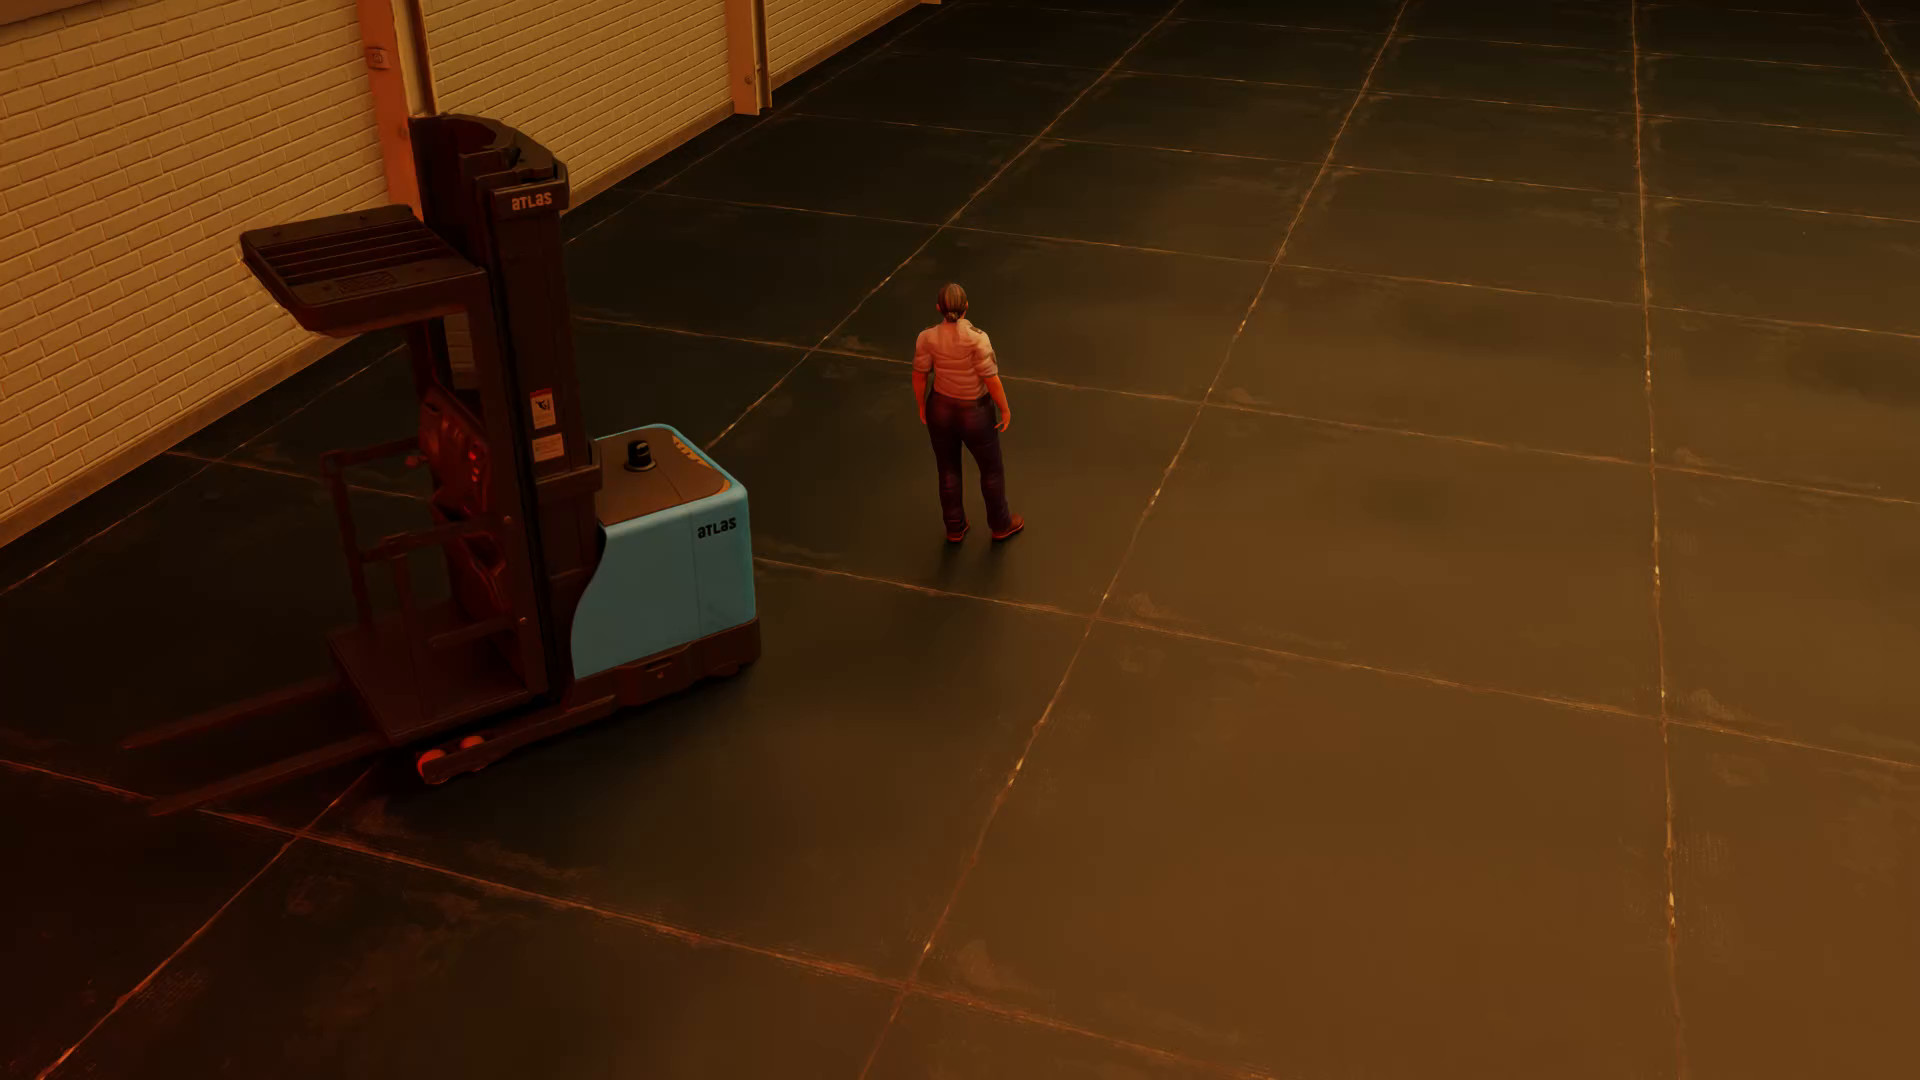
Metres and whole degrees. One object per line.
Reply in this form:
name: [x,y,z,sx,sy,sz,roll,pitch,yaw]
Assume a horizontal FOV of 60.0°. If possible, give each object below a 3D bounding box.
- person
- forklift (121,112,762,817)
person: [0.051,-0.761,9.751,0.598,1.651,0.503,10,31,16]
forklift: [-2.570,-0.392,7.825,3.031,2.935,1.130,-18,34,-29]
